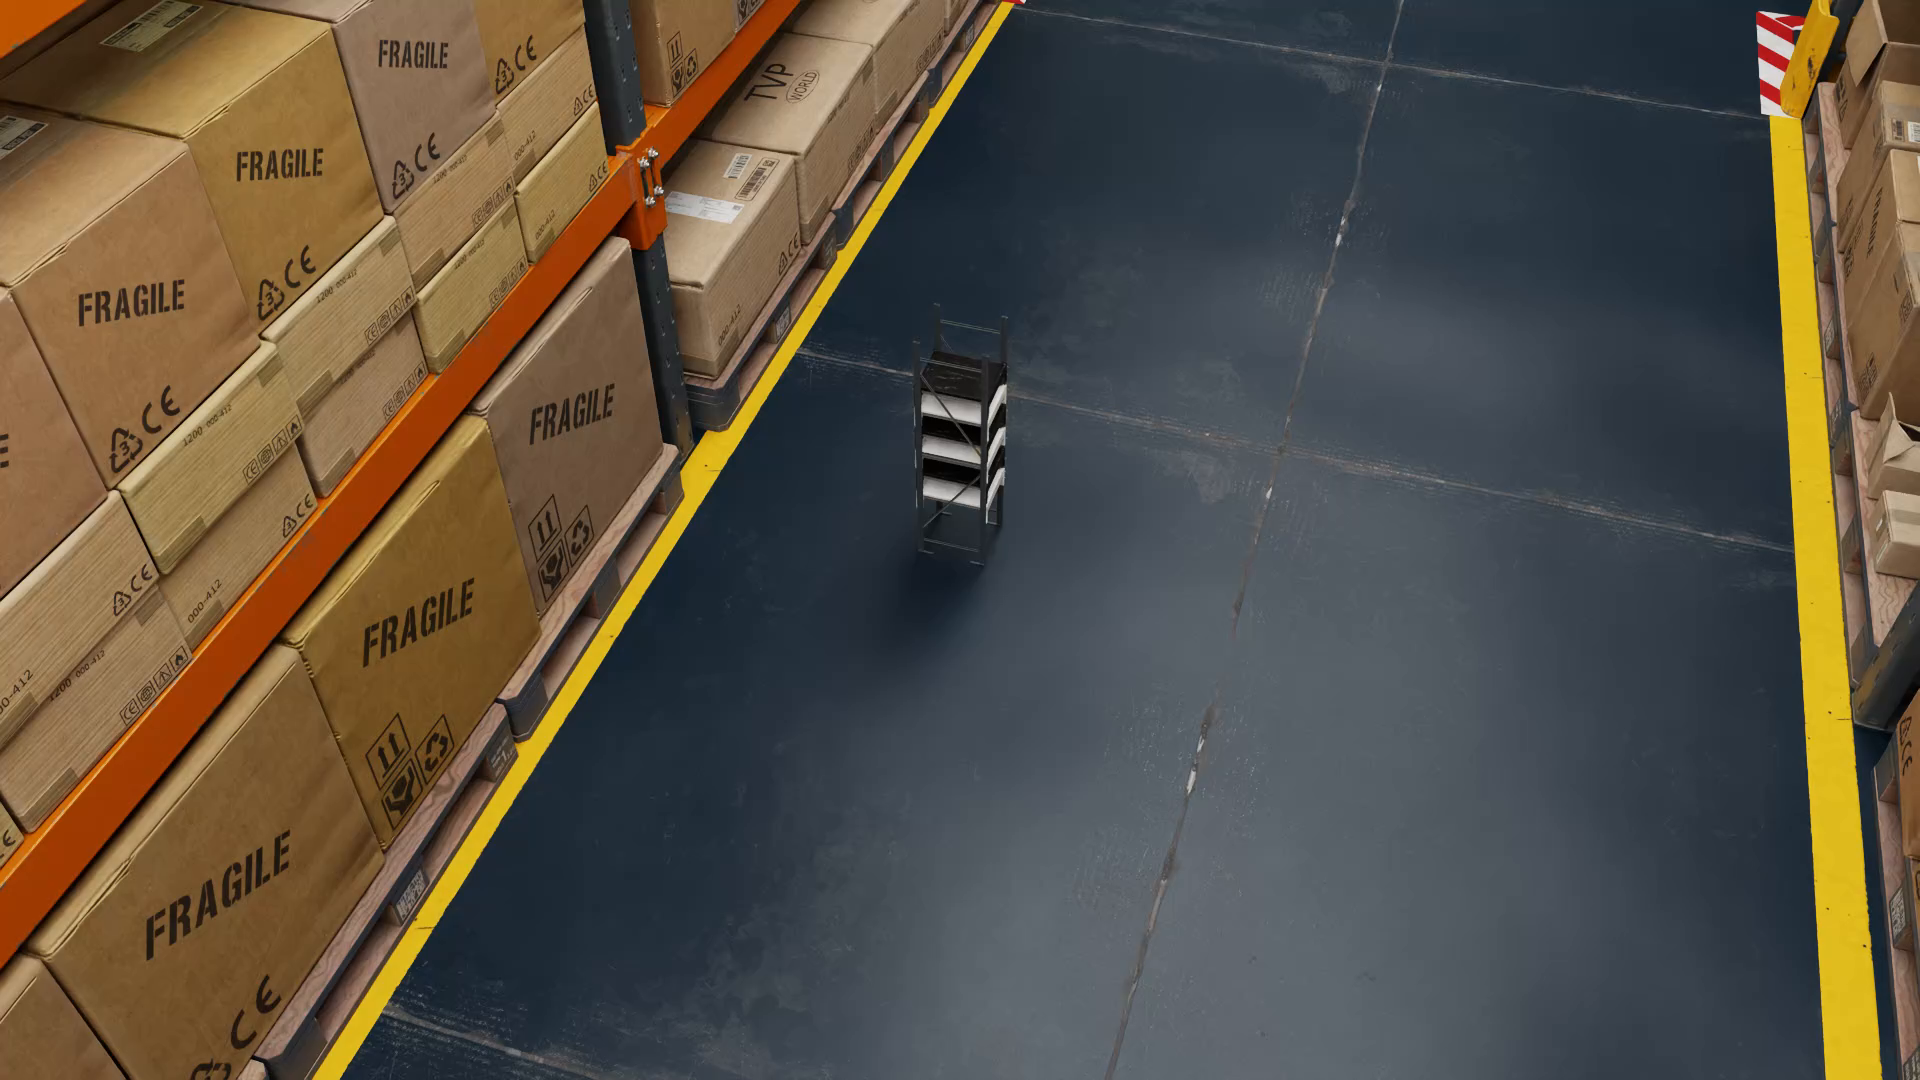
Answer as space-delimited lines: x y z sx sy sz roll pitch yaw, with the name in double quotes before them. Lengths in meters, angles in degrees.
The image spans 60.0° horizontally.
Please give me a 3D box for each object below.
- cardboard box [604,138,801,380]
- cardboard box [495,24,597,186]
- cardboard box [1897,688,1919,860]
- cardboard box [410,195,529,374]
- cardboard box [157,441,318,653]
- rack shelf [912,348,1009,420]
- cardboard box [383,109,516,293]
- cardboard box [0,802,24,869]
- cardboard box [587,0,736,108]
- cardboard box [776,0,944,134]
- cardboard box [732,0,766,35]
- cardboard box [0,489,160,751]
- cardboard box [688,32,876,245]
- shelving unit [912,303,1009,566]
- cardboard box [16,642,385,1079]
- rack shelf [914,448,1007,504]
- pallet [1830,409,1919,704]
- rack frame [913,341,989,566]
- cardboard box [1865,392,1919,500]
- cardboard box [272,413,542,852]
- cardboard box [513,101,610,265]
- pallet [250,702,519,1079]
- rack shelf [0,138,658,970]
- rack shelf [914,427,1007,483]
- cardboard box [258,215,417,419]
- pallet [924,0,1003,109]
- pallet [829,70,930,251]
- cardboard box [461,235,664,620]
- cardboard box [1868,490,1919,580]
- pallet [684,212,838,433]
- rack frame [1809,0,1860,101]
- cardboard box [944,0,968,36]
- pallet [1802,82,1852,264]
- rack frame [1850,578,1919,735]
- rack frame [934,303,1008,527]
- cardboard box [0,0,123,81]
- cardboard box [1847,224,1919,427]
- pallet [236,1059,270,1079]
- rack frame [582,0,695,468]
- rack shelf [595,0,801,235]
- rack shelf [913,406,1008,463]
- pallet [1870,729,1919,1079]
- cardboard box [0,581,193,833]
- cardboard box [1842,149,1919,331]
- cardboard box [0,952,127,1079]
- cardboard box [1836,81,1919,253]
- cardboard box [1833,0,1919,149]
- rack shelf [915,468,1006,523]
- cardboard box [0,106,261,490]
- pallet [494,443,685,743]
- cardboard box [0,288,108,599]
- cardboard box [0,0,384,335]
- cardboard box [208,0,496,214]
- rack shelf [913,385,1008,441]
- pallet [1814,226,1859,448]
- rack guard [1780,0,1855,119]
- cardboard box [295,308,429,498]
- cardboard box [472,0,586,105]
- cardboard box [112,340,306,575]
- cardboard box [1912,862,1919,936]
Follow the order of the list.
"cardboard box" -1.174 -1.109 6.270 0.875 0.438 0.875 12 46 12
"cardboard box" -1.368 -1.258 4.641 0.500 0.250 0.500 12 46 12
"cardboard box" 2.904 0.588 4.491 0.500 0.500 0.500 14 46 14
"cardboard box" -1.517 -0.733 4.462 0.500 0.250 0.500 12 46 12
"cardboard box" -1.841 -0.056 3.770 0.500 0.250 0.500 13 46 13
"rack shelf" 0.002 -0.496 5.275 0.258 0.077 0.200 13 46 12
"cardboard box" -1.513 -0.924 4.299 0.500 0.250 0.500 14 46 13
"cardboard box" -2.151 0.622 3.077 0.500 0.250 0.500 11 46 11
"cardboard box" -1.075 -1.772 5.344 0.500 0.500 0.500 14 46 14
"cardboard box" -0.629 -2.306 7.494 0.875 0.438 0.875 14 46 14
"cardboard box" -0.919 -2.106 5.686 0.500 0.500 0.500 13 46 13
"cardboard box" -1.969 0.103 3.250 0.500 0.250 0.500 12 46 12
"cardboard box" -0.904 -1.706 6.880 0.875 0.438 0.875 11 45 11
"shelving unit" 0.002 -0.327 5.441 0.258 0.900 0.210 13 46 12
"cardboard box" -2.115 0.760 4.047 0.875 0.875 0.875 13 46 13
"rack shelf" 0.002 -0.239 5.527 0.258 0.077 0.200 13 46 12
"pallet" 3.474 0.109 5.487 1.003 0.211 1.213 13 46 13
"rack frame" -0.028 -0.259 5.372 0.240 0.900 0.006 13 46 12
"cardboard box" 3.262 -0.274 5.540 0.396 0.266 0.258 14 46 14
"cardboard box" -1.844 0.165 4.656 0.875 0.875 0.875 14 46 14
"cardboard box" -1.362 -1.073 4.809 0.500 0.250 0.500 12 46 12
"pallet" -1.996 0.864 4.716 1.003 0.211 1.213 13 46 13
"rack shelf" -2.072 0.112 4.006 1.077 0.370 4.000 13 46 13
"rack shelf" 0.002 -0.303 5.464 0.258 0.077 0.200 13 46 12
"cardboard box" -1.664 -0.577 3.945 0.500 0.250 0.500 14 46 13
"pallet" -0.423 -2.599 8.255 1.003 0.211 1.213 13 46 13
"pallet" -0.794 -1.788 7.426 1.003 0.211 1.213 13 46 12
"cardboard box" -1.578 -0.439 5.273 0.875 0.875 0.875 14 46 14
"cardboard box" 3.154 0.005 5.338 0.380 0.149 0.250 11 45 11
"pallet" -1.162 -0.972 6.593 1.003 0.211 1.213 13 46 13
"rack frame" 4.477 -3.096 6.769 1.000 3.000 0.127 13 46 13
"cardboard box" -0.360 -2.918 8.119 0.875 0.438 0.875 11 45 11
"pallet" 4.213 -1.517 7.150 1.003 0.211 1.213 13 46 13
"rack frame" 3.265 -0.430 4.045 1.000 3.000 0.127 13 46 13
"rack frame" 0.033 -0.395 5.510 0.240 0.900 0.006 13 46 12
"cardboard box" -2.156 -0.961 3.801 0.500 0.500 0.500 11 46 12
"cardboard box" 3.591 -0.712 5.819 0.700 0.500 0.500 11 45 11
"pallet" -2.367 1.675 3.888 1.003 0.211 1.213 13 46 13
"rack frame" -1.467 -1.479 5.116 1.000 3.000 0.127 13 46 13
"rack shelf" -0.861 -2.555 6.730 1.077 0.370 4.000 13 46 13
"rack shelf" 0.002 -0.368 5.401 0.258 0.077 0.200 13 46 12
"pallet" 3.055 1.117 4.458 1.003 0.211 1.213 13 46 13
"cardboard box" -1.987 0.274 3.433 0.500 0.250 0.500 14 46 14
"cardboard box" 3.650 -1.072 6.188 0.500 0.500 0.500 13 46 13
"cardboard box" -2.390 1.354 3.440 0.875 0.875 0.875 12 46 12
"cardboard box" 3.905 -1.404 6.527 0.700 0.500 0.500 14 46 14
"cardboard box" 4.201 -1.966 7.099 0.797 0.503 0.637 11 45 11
"rack shelf" 0.002 -0.175 5.590 0.258 0.077 0.200 13 46 12
"cardboard box" -1.827 -0.492 3.322 0.500 0.500 0.500 13 46 13
"pallet" -1.628 0.048 5.550 1.003 0.211 1.213 13 46 13
"cardboard box" -1.983 -0.157 2.979 0.500 0.500 0.500 14 46 14
"cardboard box" -1.684 -0.841 3.678 0.500 0.500 0.500 14 46 14
"cardboard box" -1.512 -1.174 4.019 0.500 0.500 0.500 13 46 13
"rack shelf" 0.002 -0.432 5.338 0.258 0.077 0.200 13 46 12
"pallet" 3.842 -0.706 6.321 1.003 0.211 1.213 13 46 13
"rack guard" 4.454 -2.152 7.592 1.175 0.500 0.348 13 46 13
"cardboard box" -1.688 -0.401 4.122 0.500 0.250 0.500 11 46 11
"cardboard box" -1.363 -1.521 4.373 0.500 0.500 0.500 14 46 14
"cardboard box" -1.803 -0.232 3.592 0.500 0.250 0.500 13 46 13
"cardboard box" 2.752 0.945 4.126 0.500 0.500 0.500 12 46 12
